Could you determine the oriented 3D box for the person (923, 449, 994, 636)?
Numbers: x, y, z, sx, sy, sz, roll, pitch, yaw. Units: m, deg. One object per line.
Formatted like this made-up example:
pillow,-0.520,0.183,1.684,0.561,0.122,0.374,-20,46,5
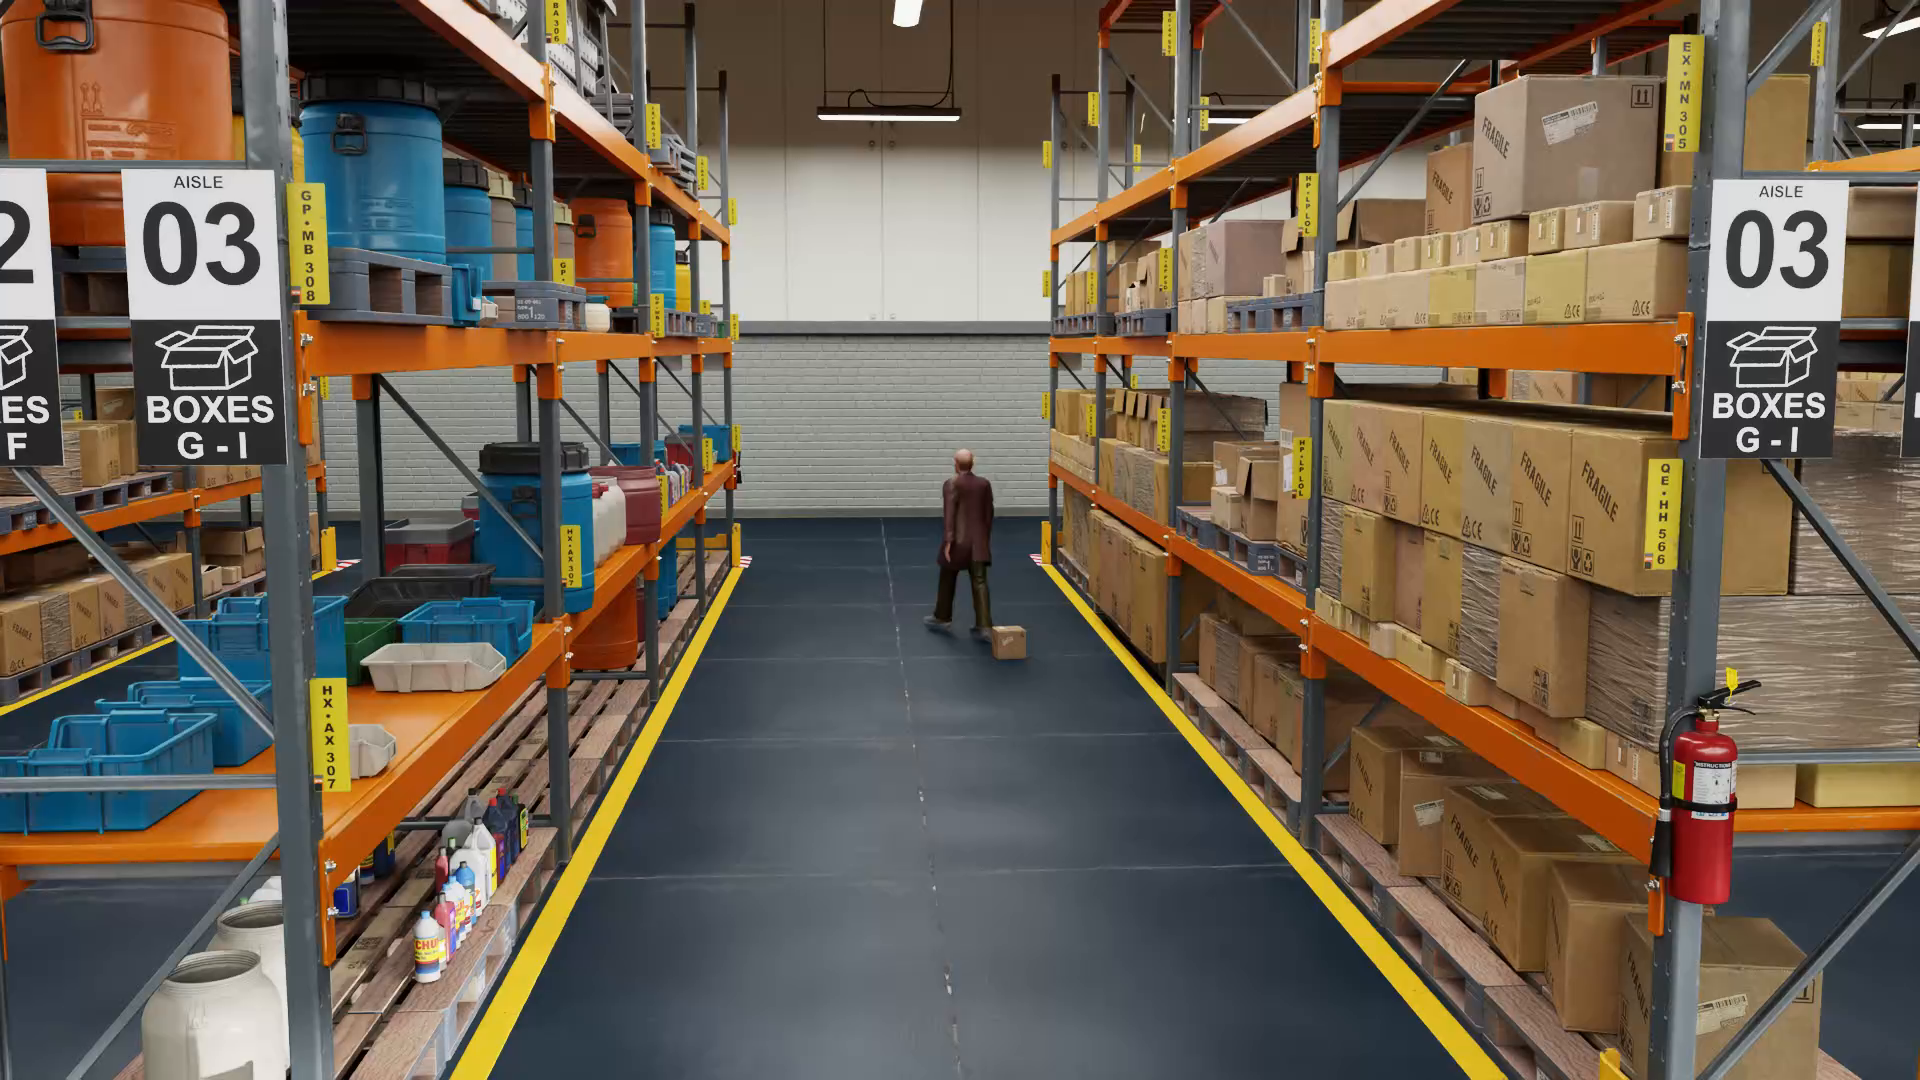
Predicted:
person,0.037,0.003,15.678,0.611,1.720,1.050,-3,7,-24
